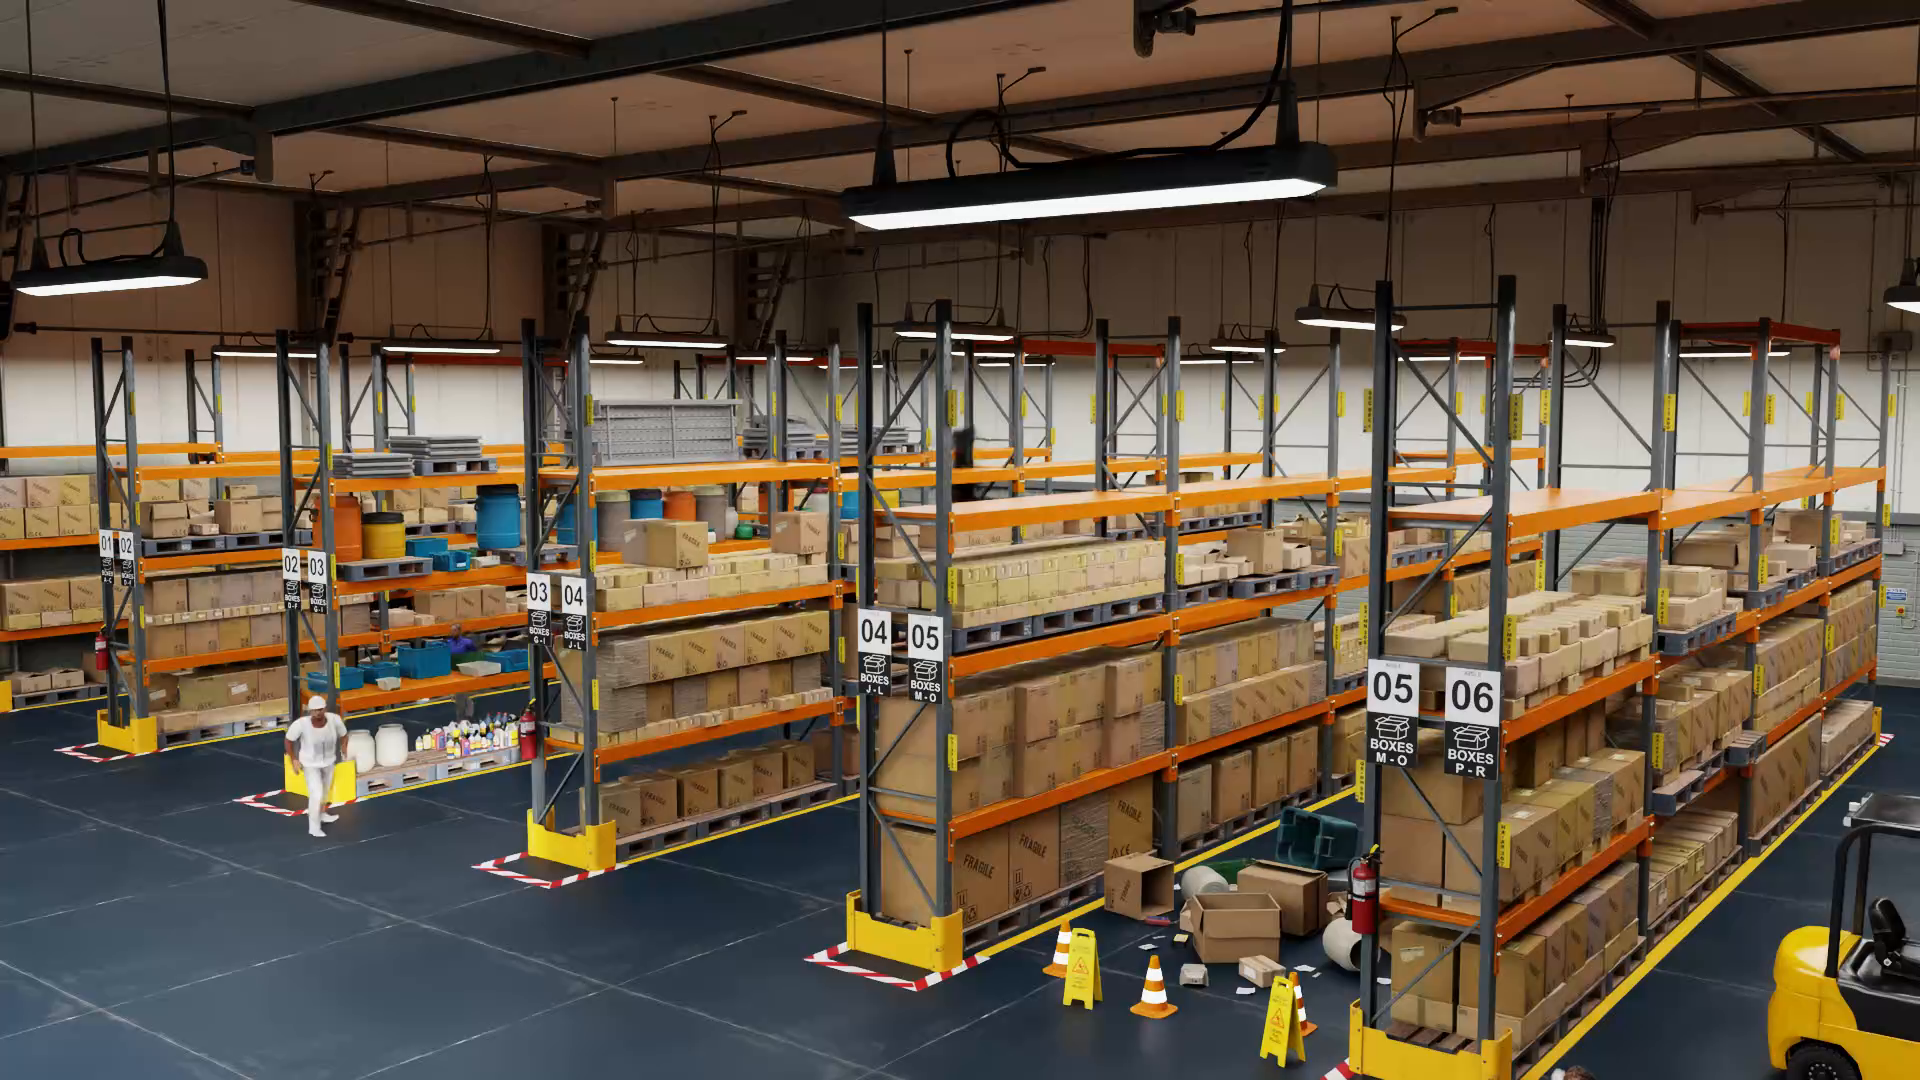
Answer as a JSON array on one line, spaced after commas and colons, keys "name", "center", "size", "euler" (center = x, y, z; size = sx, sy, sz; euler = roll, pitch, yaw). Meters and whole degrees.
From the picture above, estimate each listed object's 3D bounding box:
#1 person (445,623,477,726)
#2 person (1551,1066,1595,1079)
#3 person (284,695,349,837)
[{"name": "person", "center": [-7.862, 2.086, 26.293], "size": [0.574, 1.610, 0.743], "euler": [1, 5, 11]}, {"name": "person", "center": [3.608, 3.634, 9.669], "size": [0.533, 1.362, 0.922], "euler": [4, 6, 40]}, {"name": "person", "center": [-7.543, 2.633, 19.603], "size": [0.897, 1.687, 0.727], "euler": [4, 6, 39]}]
